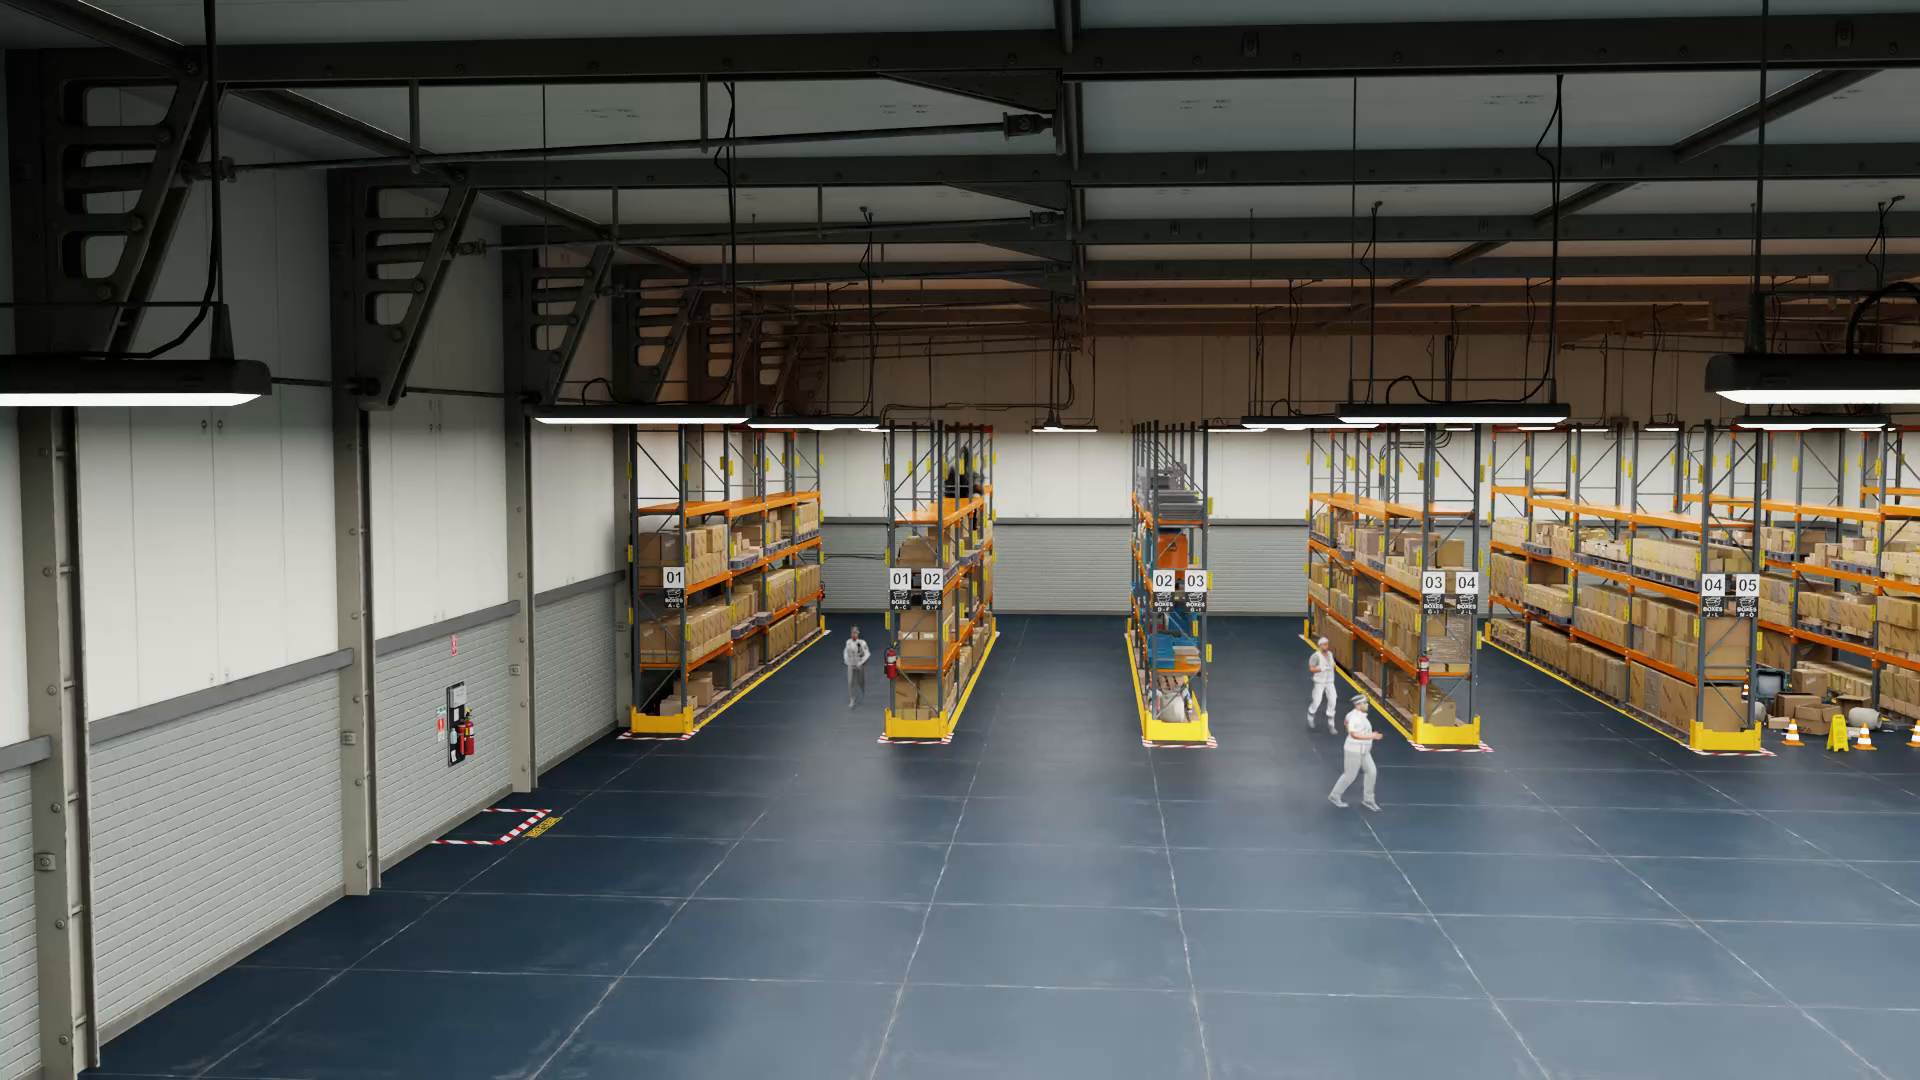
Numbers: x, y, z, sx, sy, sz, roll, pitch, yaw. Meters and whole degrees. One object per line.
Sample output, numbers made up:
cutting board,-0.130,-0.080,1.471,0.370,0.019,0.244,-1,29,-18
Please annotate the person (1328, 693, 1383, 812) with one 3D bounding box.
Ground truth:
person,6.024,3.237,25.292,0.825,1.840,0.644,2,4,30

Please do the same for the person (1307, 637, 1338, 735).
person,6.973,2.787,32.043,0.662,1.846,0.836,-1,4,-18

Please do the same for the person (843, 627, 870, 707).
person,-2.209,2.677,35.368,0.599,1.688,0.936,0,4,7

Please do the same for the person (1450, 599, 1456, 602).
person,13.414,1.958,46.079,0.718,1.724,0.832,1,4,13
